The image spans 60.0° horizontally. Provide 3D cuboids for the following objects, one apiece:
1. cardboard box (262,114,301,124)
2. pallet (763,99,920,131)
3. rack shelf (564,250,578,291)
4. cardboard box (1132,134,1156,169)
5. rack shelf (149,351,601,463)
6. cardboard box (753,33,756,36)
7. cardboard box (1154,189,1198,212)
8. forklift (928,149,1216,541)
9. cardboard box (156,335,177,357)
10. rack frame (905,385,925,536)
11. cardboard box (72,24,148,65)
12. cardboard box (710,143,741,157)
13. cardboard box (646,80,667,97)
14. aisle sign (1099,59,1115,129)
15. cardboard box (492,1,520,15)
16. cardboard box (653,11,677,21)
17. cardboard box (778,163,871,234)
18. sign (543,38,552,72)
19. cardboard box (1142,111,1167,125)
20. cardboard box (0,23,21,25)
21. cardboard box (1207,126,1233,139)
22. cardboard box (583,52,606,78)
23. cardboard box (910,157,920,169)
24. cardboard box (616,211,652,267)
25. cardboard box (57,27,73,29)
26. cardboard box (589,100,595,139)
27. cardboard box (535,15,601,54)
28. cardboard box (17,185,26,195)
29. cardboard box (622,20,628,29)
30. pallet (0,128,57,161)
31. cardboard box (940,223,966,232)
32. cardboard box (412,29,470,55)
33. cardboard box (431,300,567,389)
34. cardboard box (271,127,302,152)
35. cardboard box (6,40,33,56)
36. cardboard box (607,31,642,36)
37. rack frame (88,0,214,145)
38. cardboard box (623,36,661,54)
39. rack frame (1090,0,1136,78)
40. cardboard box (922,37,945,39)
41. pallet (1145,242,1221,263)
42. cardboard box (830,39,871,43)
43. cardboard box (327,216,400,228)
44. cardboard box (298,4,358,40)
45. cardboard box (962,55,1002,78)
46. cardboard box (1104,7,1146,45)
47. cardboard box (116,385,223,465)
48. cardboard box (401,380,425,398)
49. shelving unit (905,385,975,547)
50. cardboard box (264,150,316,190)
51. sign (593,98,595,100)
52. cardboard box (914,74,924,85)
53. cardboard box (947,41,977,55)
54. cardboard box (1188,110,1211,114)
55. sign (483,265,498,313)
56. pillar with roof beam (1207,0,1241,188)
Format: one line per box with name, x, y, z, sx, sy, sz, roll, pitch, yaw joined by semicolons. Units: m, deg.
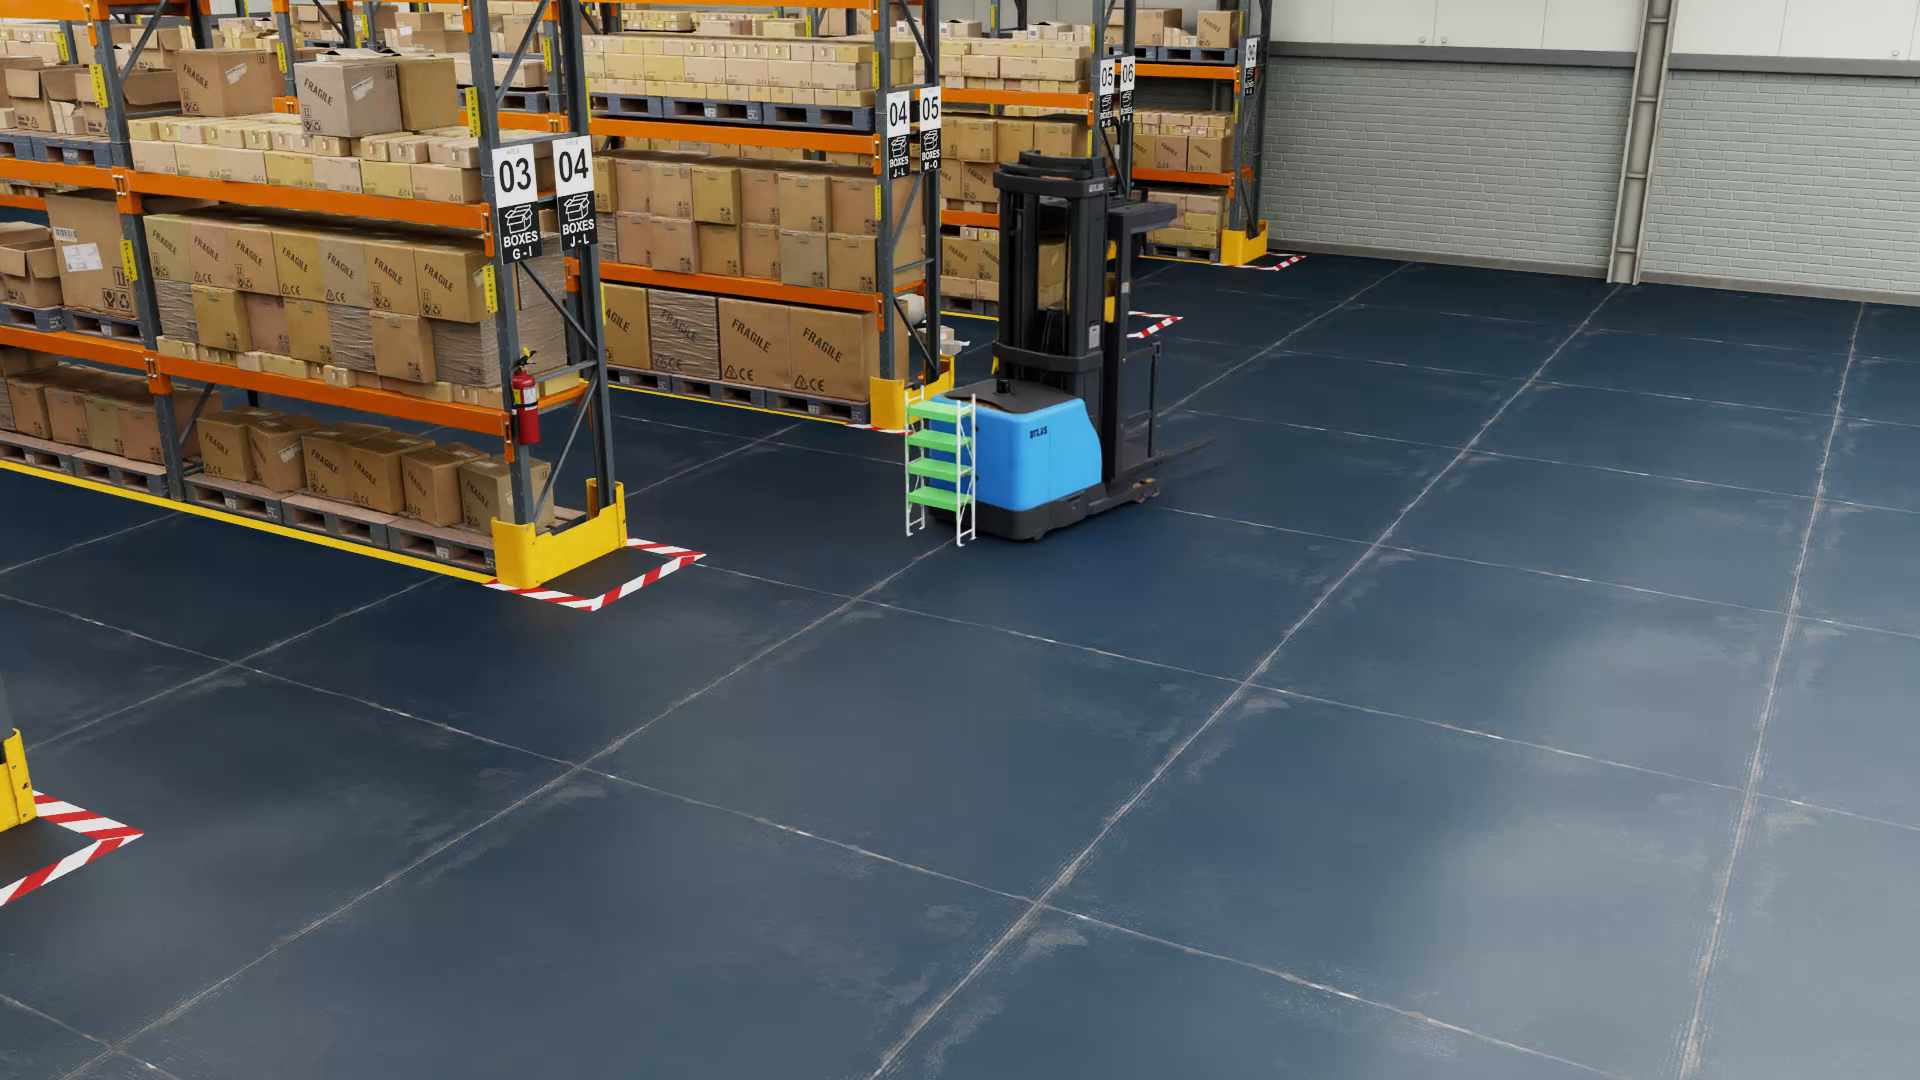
cardboard box;-5.365;-3.324;13.365;0.250;0.149;0.380;10;22;26
pallet;-1.147;-4.174;16.204;1.213;0.211;1.003;11;23;27
rack shelf;-5.732;-3.345;19.242;4.000;0.370;1.077;11;23;27
cardboard box;2.796;-5.879;25.026;0.500;0.500;0.500;10;22;26
rack shelf;-4.747;-1.220;13.384;4.000;0.370;1.077;11;23;27
cardboard box;-3.301;-8.337;27.771;0.500;0.250;0.500;10;22;26
cardboard box;3.247;-5.096;24.964;0.500;0.250;0.500;11;23;28
forklift;1.097;-1.797;14.021;1.130;2.935;3.031;17;26;39
cardboard box;-6.452;-1.647;13.876;0.250;0.149;0.380;11;23;27
rack frame;-0.363;-0.633;13.350;0.015;1.200;0.240;12;23;31
cardboard box;-10.693;-6.240;21.006;0.500;0.500;0.700;11;23;27
cardboard box;-3.056;-5.403;22.663;0.500;0.500;0.500;12;23;29
cardboard box;-2.945;-4.556;16.734;0.250;0.149;0.380;10;22;26
aisle sign;1.745;-5.301;19.768;0.004;0.787;0.394;11;23;27
cardboard box;-8.124;-9.629;30.164;0.500;0.250;0.500;11;23;29
cardboard box;-5.022;-8.952;28.415;0.250;0.149;0.380;11;23;28
cardboard box;-1.324;-3.401;16.537;0.550;0.550;0.875;11;23;27
sign;-4.242;-4.988;17.099;0.005;0.325;0.100;11;23;27
cardboard box;2.899;-6.284;24.755;0.250;0.149;0.380;11;23;29
cardboard box;-12.926;-6.918;22.540;0.250;0.149;0.380;11;23;28
cardboard box;3.810;-5.980;24.354;0.250;0.149;0.380;11;23;28
cardboard box;-3.696;-4.910;17.123;0.500;0.250;0.500;11;23;28
cardboard box;-0.530;-4.708;21.361;0.500;0.500;0.500;11;22;27
cardboard box;-3.167;-3.278;17.784;0.550;0.550;0.875;11;23;27
cardboard box;-11.574;-6.643;21.784;0.250;0.149;0.380;11;22;27
cardboard box;-5.464;-6.178;24.384;0.500;0.500;0.500;10;22;26
cardboard box;-5.555;-7.180;23.593;0.637;0.503;0.797;9;22;24
cardboard box;-12.477;-4.758;22.451;0.250;0.149;0.380;10;22;27
cardboard box;-5.682;-8.951;28.851;0.250;0.149;0.380;11;23;28
pallet;-7.887;-3.518;14.542;1.003;0.211;1.213;11;23;27
cardboard box;-0.122;-3.911;22.065;0.500;0.500;0.500;12;23;30
cardboard box;-5.824;-5.511;18.852;0.500;0.500;0.500;11;23;27
cardboard box;-3.468;-1.512;12.551;0.500;0.500;0.875;11;23;27
cardboard box;-4.961;-3.033;12.565;0.250;0.149;0.380;11;23;29
cardboard box;-11.946;-6.346;21.550;0.500;0.250;0.500;10;22;25
cardboard box;-3.511;-5.296;17.603;0.250;0.149;0.380;11;22;27
rack frame;-6.493;-4.711;13.155;0.127;3.000;1.000;11;23;27
cardboard box;-3.168;-4.973;16.715;0.250;0.149;0.380;10;22;26
rack frame;1.832;-6.996;19.454;0.127;3.000;1.000;11;23;27
cardboard box;-0.360;-6.351;21.276;0.250;0.149;0.380;10;22;26
pallet;3.561;-4.458;25.345;1.213;0.211;1.003;11;23;27
cardboard box;-1.072;-4.831;16.322;0.250;0.149;0.380;10;22;27
cardboard box;-4.658;-2.304;13.269;0.500;0.500;0.500;11;23;27
cardboard box;-9.837;-8.089;25.953;0.637;0.503;0.797;13;24;31
cardboard box;0.360;-5.829;20.420;0.500;0.250;0.500;12;23;29
cardboard box;2.407;-7.667;24.789;0.637;0.503;0.797;12;23;29
cardboard box;-7.019;-1.031;14.829;0.500;0.500;0.700;9;22;23
cardboard box;-4.023;-1.207;12.663;0.250;0.149;0.380;11;23;27
shelving unit;-0.157;-0.588;13.226;0.503;1.200;0.258;12;23;31
cardboard box;-4.868;-2.822;12.566;0.500;0.250;0.500;10;22;26
sign;-6.485;-7.894;29.458;0.005;0.325;0.100;11;23;27
cardboard box;-0.425;-5.767;20.835;0.250;0.149;0.380;10;22;26
cardboard box;0.038;-6.056;20.461;0.250;0.149;0.380;11;23;29
cardboard box;3.611;-6.358;24.961;0.250;0.149;0.380;11;23;28
sign;-3.289;-1.756;11.647;0.005;0.325;0.100;11;23;27
pillar with roof beam;1.982;-7.577;21.056;0.400;9.000;9.100;11;23;27
